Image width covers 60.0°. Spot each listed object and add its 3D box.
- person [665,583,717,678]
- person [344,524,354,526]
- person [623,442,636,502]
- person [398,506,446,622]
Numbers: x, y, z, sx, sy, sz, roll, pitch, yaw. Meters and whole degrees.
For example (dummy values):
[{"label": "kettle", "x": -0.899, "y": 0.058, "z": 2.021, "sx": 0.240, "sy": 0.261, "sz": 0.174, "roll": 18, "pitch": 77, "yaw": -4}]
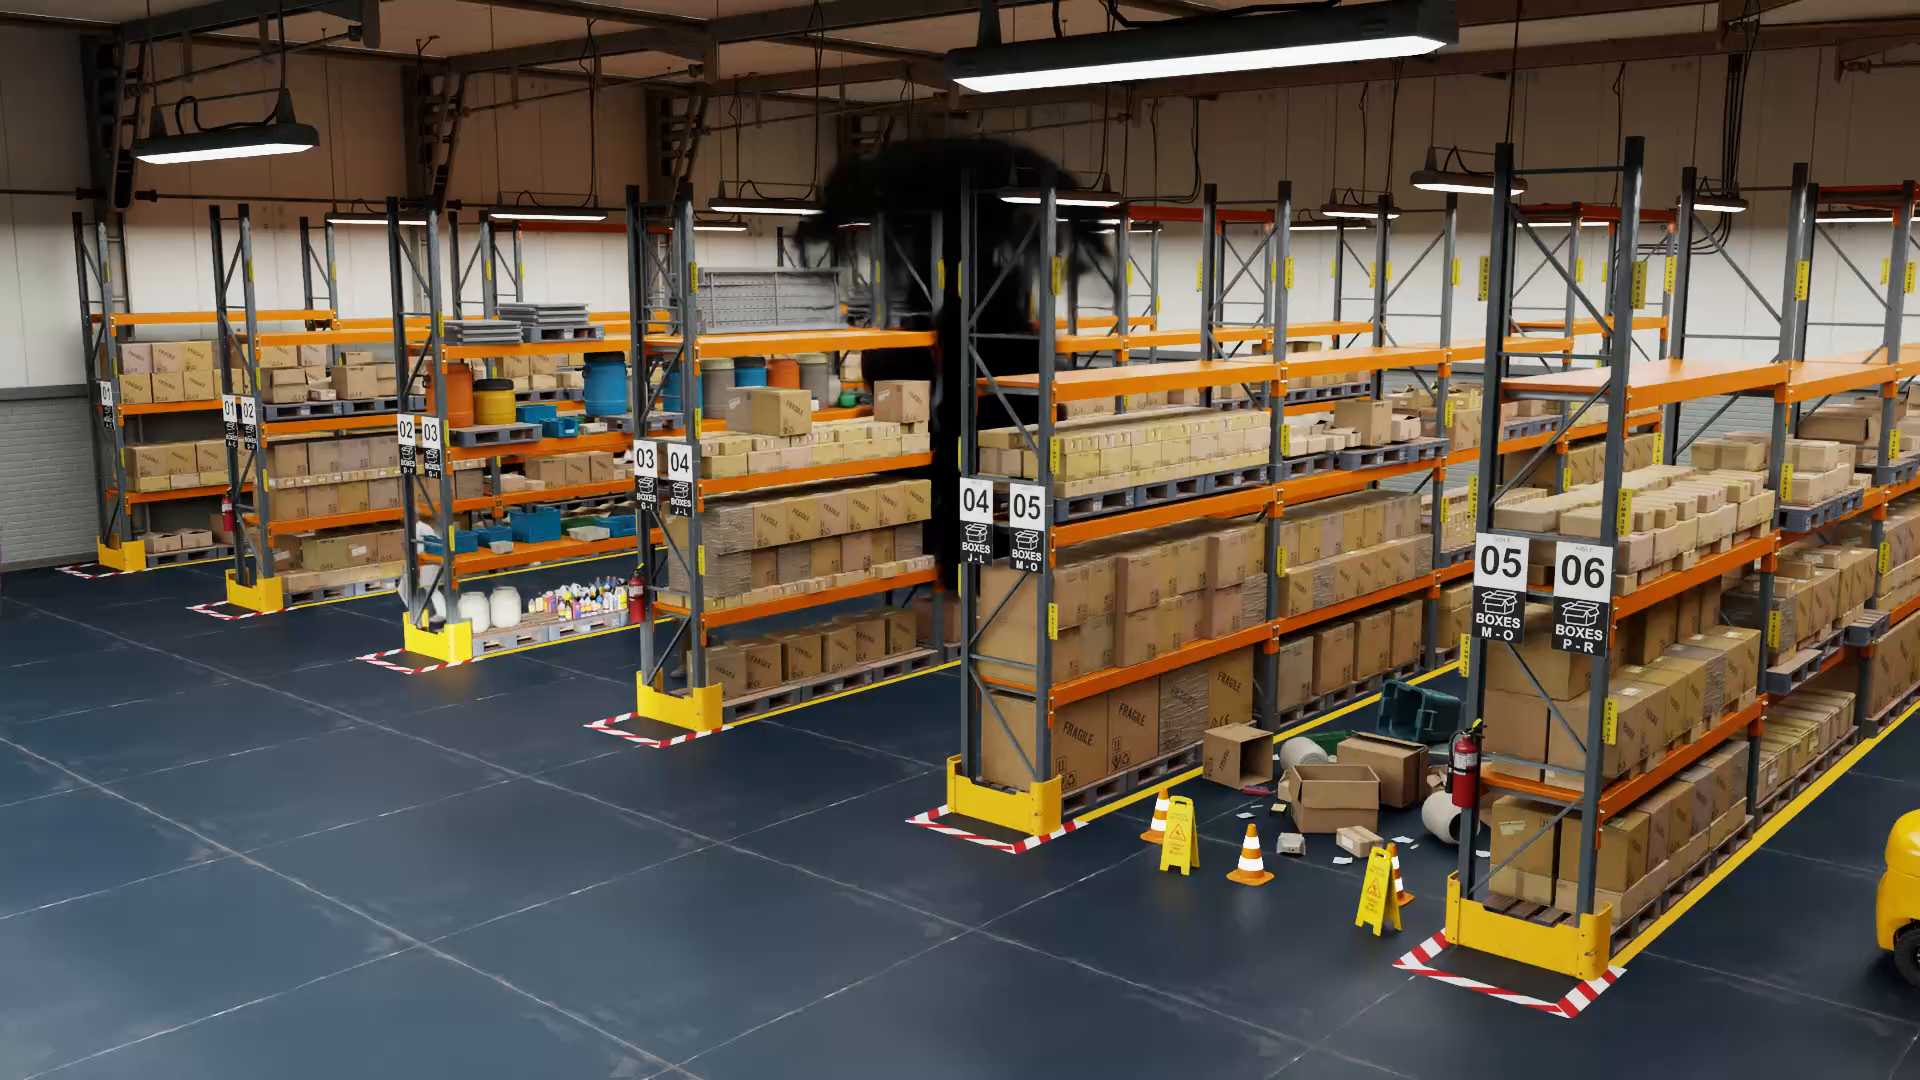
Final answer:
[{"label": "person", "x": -3.361, "y": 0.823, "z": 21.019, "sx": 0.718, "sy": 1.746, "sz": 0.833, "roll": 7, "pitch": 12, "yaw": 36}, {"label": "person", "x": -10.438, "y": -0.332, "z": 28.293, "sx": 0.556, "sy": 1.626, "sz": 0.520, "roll": 7, "pitch": 12, "yaw": 35}, {"label": "person", "x": -6.639, "y": -1.260, "z": 33.829, "sx": 0.590, "sy": 1.734, "sz": 0.695, "roll": 7, "pitch": 12, "yaw": 37}, {"label": "person", "x": -7.610, "y": 0.445, "z": 23.637, "sx": 0.663, "sy": 1.739, "sz": 0.881, "roll": 6, "pitch": 11, "yaw": 31}]
